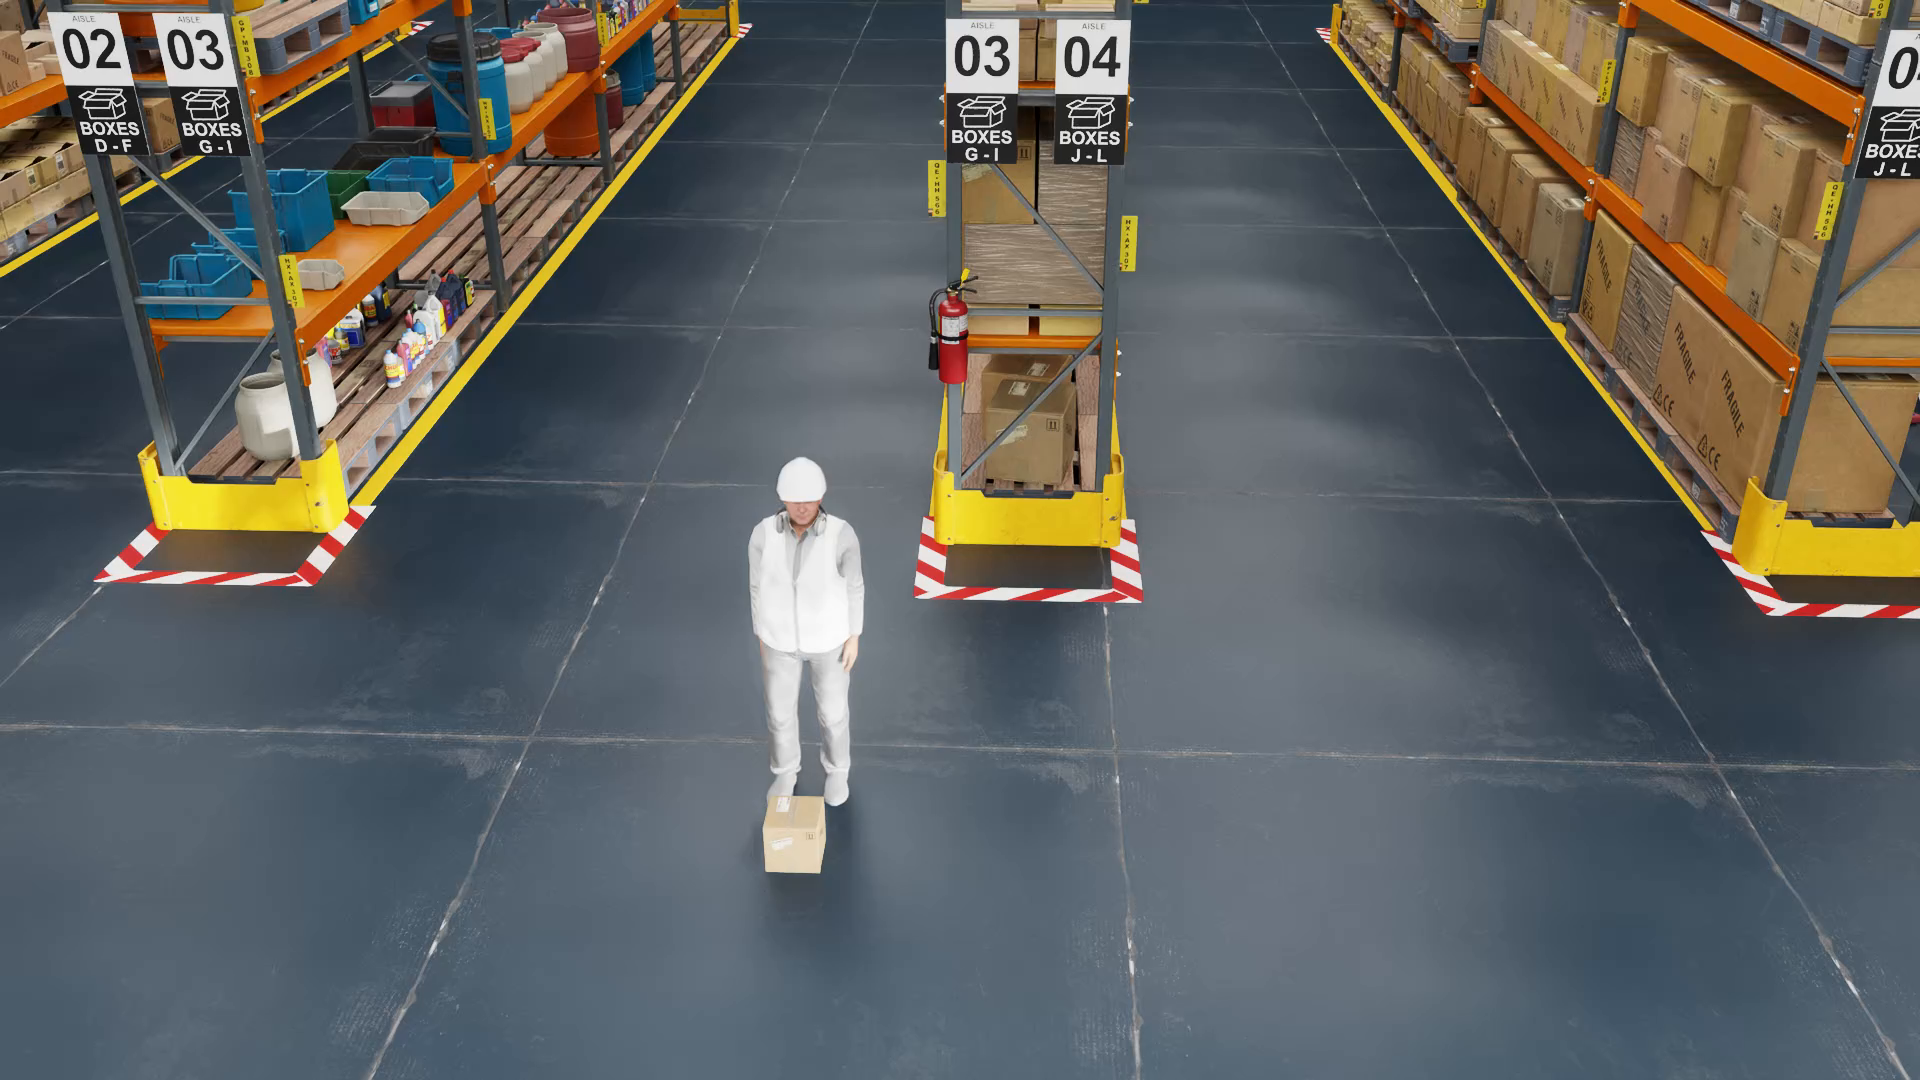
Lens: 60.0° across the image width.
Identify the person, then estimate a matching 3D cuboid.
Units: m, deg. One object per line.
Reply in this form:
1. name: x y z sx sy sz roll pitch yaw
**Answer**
1. person: -0.709 0.447 7.757 0.532 1.764 0.375 2 28 3
